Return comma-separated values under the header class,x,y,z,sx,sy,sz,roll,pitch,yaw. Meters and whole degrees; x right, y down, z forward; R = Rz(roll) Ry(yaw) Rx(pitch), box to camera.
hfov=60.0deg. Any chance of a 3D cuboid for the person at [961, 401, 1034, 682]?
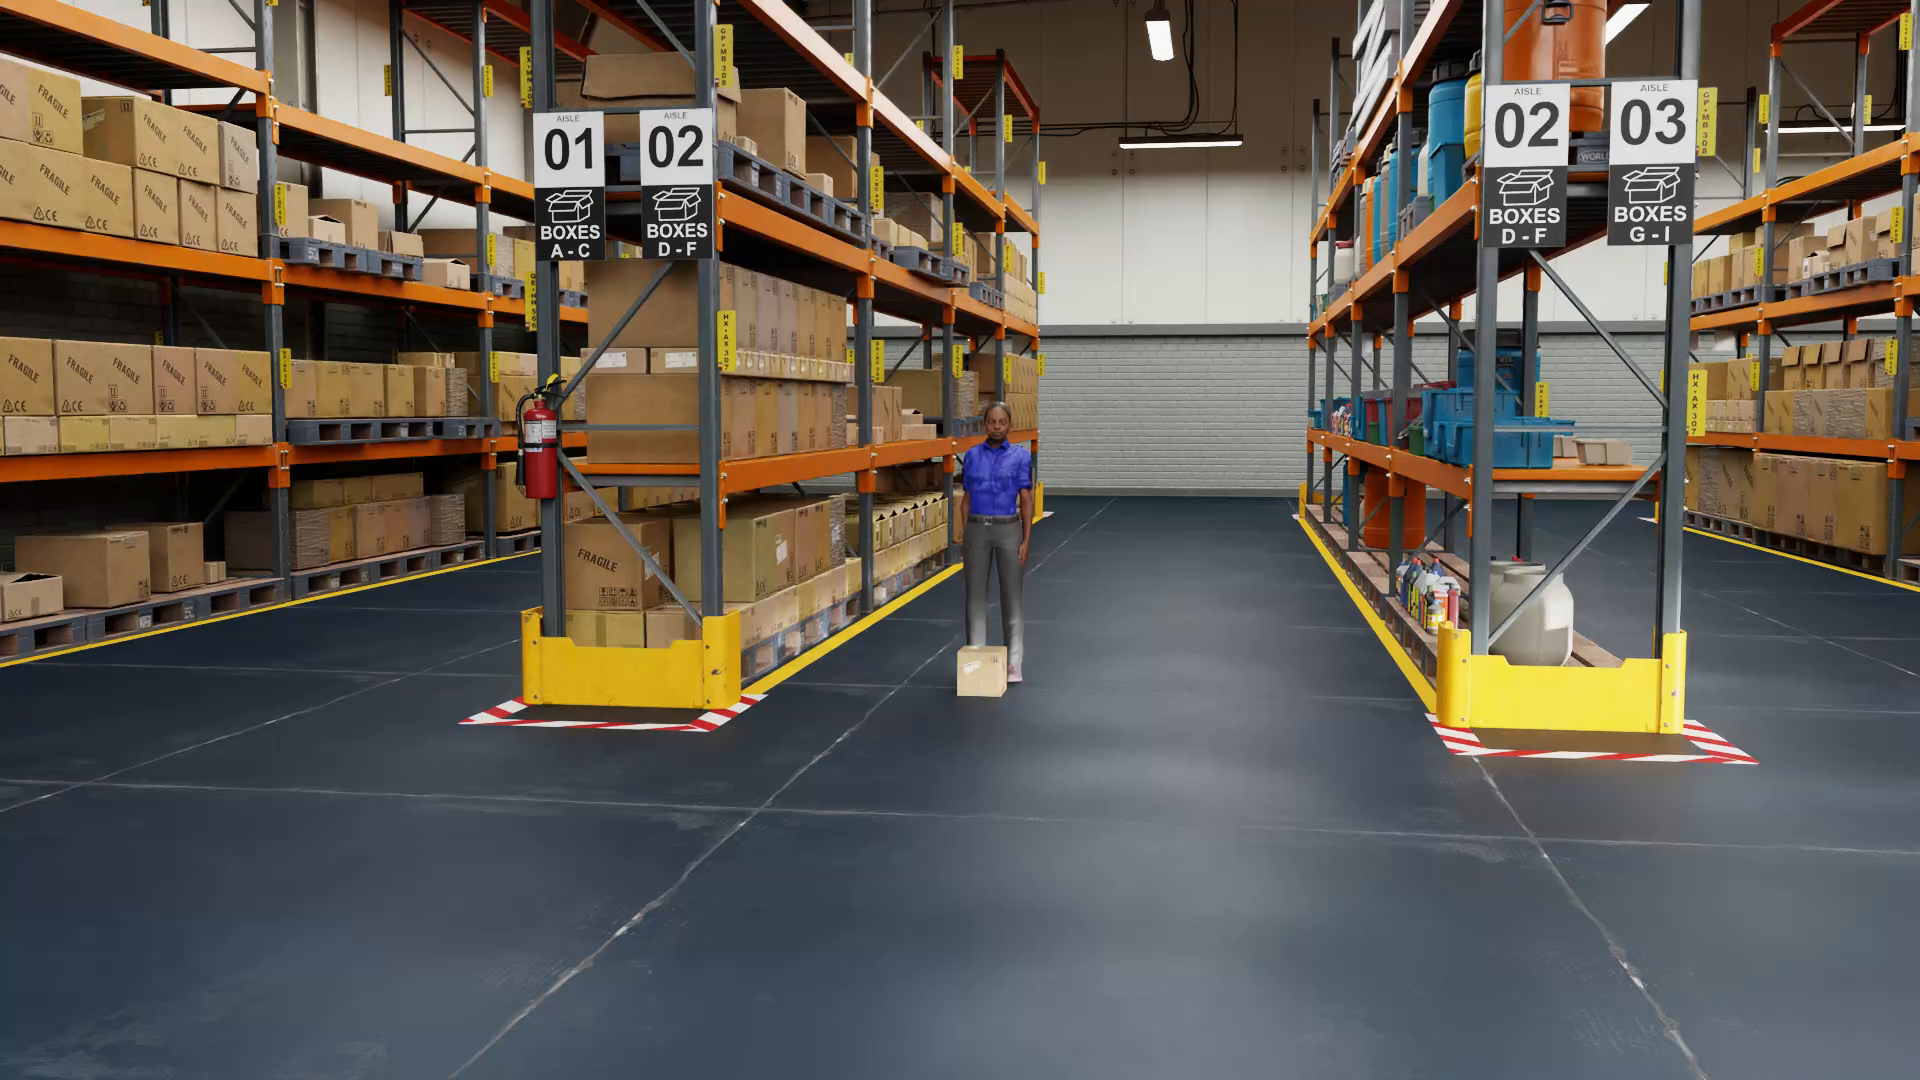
class,x,y,z,sx,sy,sz,roll,pitch,yaw
person,0.218,0.007,9.868,0.436,1.658,0.304,1,5,10
